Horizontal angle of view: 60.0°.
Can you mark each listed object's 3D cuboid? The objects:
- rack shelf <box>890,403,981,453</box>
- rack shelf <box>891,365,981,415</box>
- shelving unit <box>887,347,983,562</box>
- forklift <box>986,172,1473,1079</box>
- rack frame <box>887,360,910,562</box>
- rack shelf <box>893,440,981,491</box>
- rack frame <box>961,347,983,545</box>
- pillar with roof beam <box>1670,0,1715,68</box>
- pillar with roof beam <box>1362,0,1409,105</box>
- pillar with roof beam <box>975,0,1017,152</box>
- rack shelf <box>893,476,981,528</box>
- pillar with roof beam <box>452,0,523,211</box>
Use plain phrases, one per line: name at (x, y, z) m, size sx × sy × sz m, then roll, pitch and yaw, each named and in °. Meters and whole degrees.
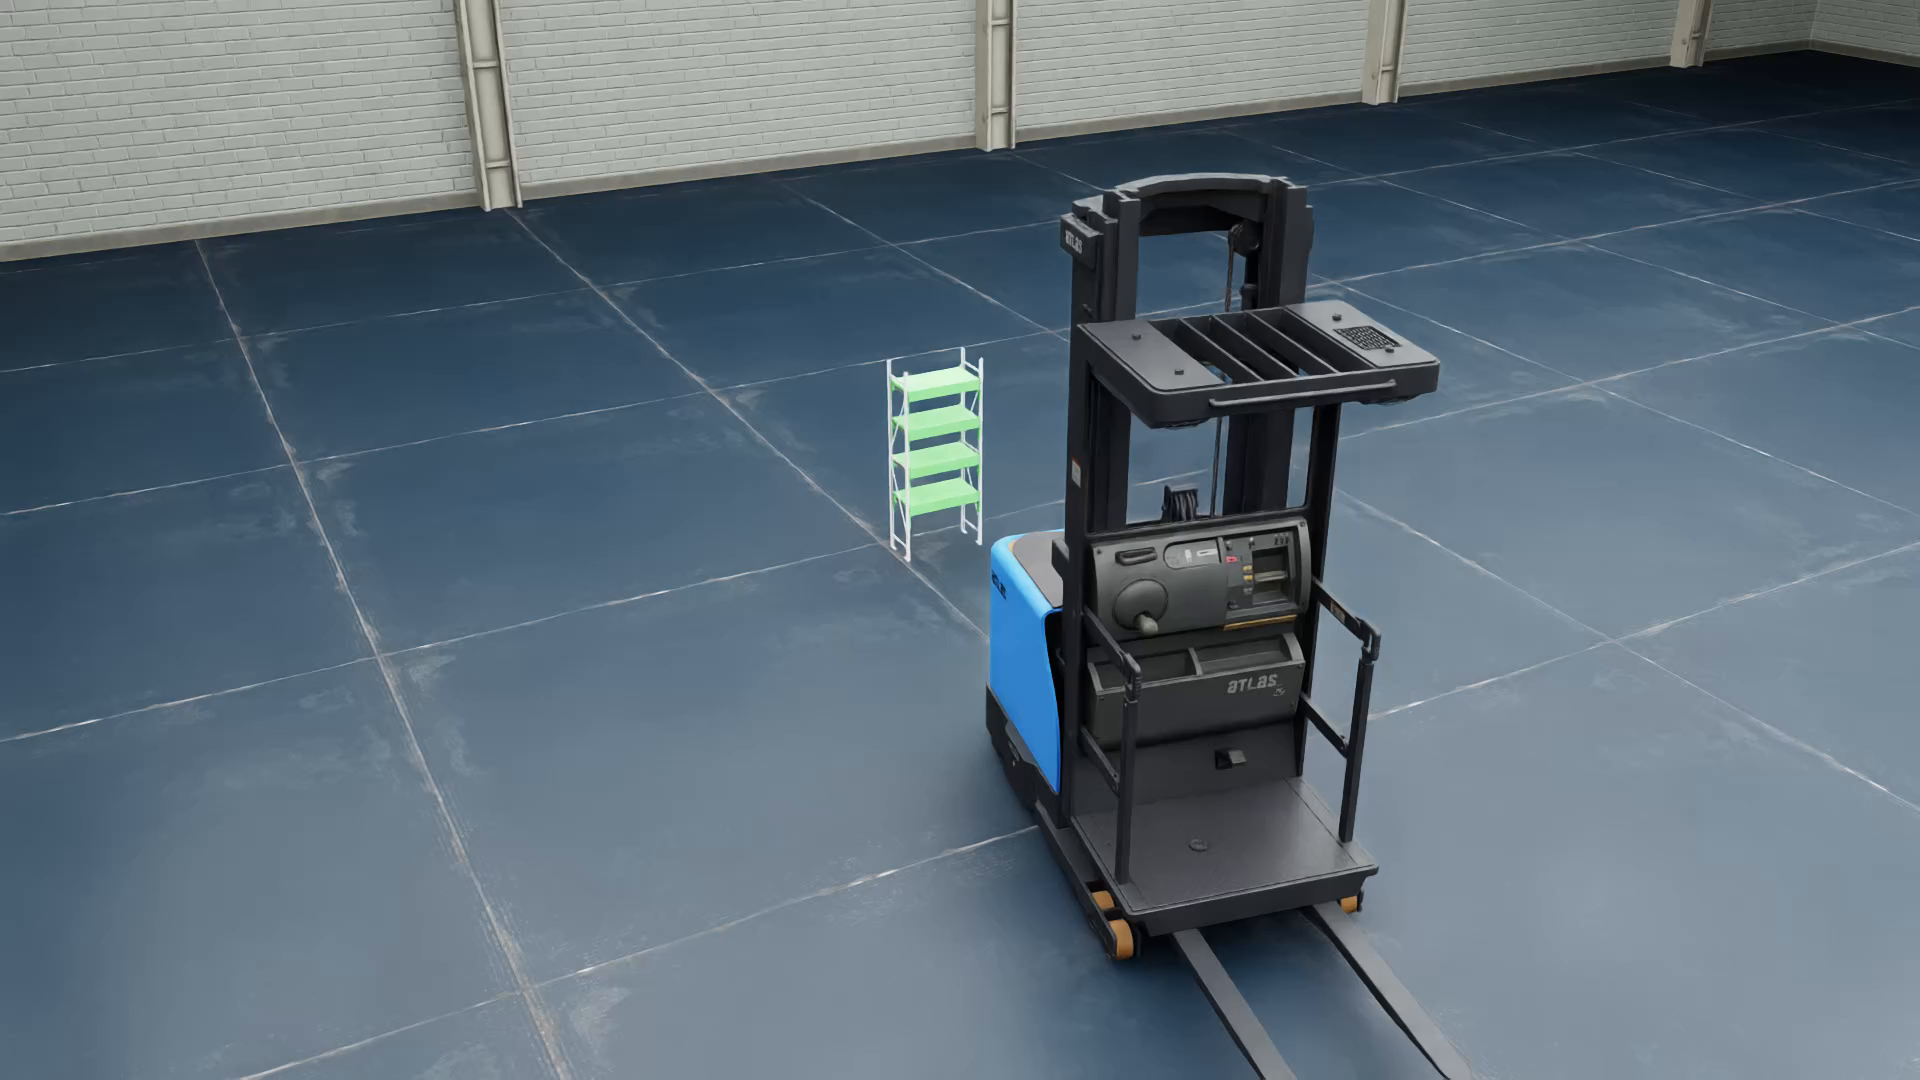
rack shelf at (-0.146, -0.666, 9.844) m, size 0.480 × 0.148 × 0.258 m, roll -13°, pitch 29°, yaw -25°
rack shelf at (-0.146, -0.882, 9.740) m, size 0.480 × 0.148 × 0.258 m, roll -13°, pitch 29°, yaw -25°
shelving unit at (-0.146, -0.507, 9.920) m, size 0.503 × 1.200 × 0.258 m, roll -13°, pitch 29°, yaw -25°
forklift at (1.037, 0.185, 6.479) m, size 1.130 × 2.935 × 3.031 m, roll -7°, pitch 27°, yaw -15°
rack frame at (-0.361, -0.457, 9.817) m, size 0.015 × 1.200 × 0.240 m, roll -13°, pitch 29°, yaw -25°
rack shelf at (-0.146, -0.450, 9.948) m, size 0.480 × 0.148 × 0.258 m, roll -13°, pitch 29°, yaw -25°
rack frame at (0.069, -0.557, 10.024) m, size 0.015 × 1.200 × 0.240 m, roll -13°, pitch 29°, yaw -25°
pillar with roof beam at (13.040, -9.619, 19.887) m, size 0.400 × 9.000 × 9.100 m, roll -13°, pitch 29°, yaw -25°
pillar with roof beam at (7.746, -8.397, 17.342) m, size 0.400 × 9.000 × 9.100 m, roll -13°, pitch 29°, yaw -25°
pillar with roof beam at (2.452, -7.175, 14.797) m, size 0.400 × 9.000 × 9.100 m, roll -13°, pitch 29°, yaw -25°
rack shelf at (-0.146, -0.233, 10.052) m, size 0.480 × 0.148 × 0.258 m, roll -13°, pitch 29°, yaw -25°
pillar with roof beam at (-2.842, -5.953, 12.251) m, size 0.400 × 9.000 × 9.100 m, roll -13°, pitch 29°, yaw -25°
